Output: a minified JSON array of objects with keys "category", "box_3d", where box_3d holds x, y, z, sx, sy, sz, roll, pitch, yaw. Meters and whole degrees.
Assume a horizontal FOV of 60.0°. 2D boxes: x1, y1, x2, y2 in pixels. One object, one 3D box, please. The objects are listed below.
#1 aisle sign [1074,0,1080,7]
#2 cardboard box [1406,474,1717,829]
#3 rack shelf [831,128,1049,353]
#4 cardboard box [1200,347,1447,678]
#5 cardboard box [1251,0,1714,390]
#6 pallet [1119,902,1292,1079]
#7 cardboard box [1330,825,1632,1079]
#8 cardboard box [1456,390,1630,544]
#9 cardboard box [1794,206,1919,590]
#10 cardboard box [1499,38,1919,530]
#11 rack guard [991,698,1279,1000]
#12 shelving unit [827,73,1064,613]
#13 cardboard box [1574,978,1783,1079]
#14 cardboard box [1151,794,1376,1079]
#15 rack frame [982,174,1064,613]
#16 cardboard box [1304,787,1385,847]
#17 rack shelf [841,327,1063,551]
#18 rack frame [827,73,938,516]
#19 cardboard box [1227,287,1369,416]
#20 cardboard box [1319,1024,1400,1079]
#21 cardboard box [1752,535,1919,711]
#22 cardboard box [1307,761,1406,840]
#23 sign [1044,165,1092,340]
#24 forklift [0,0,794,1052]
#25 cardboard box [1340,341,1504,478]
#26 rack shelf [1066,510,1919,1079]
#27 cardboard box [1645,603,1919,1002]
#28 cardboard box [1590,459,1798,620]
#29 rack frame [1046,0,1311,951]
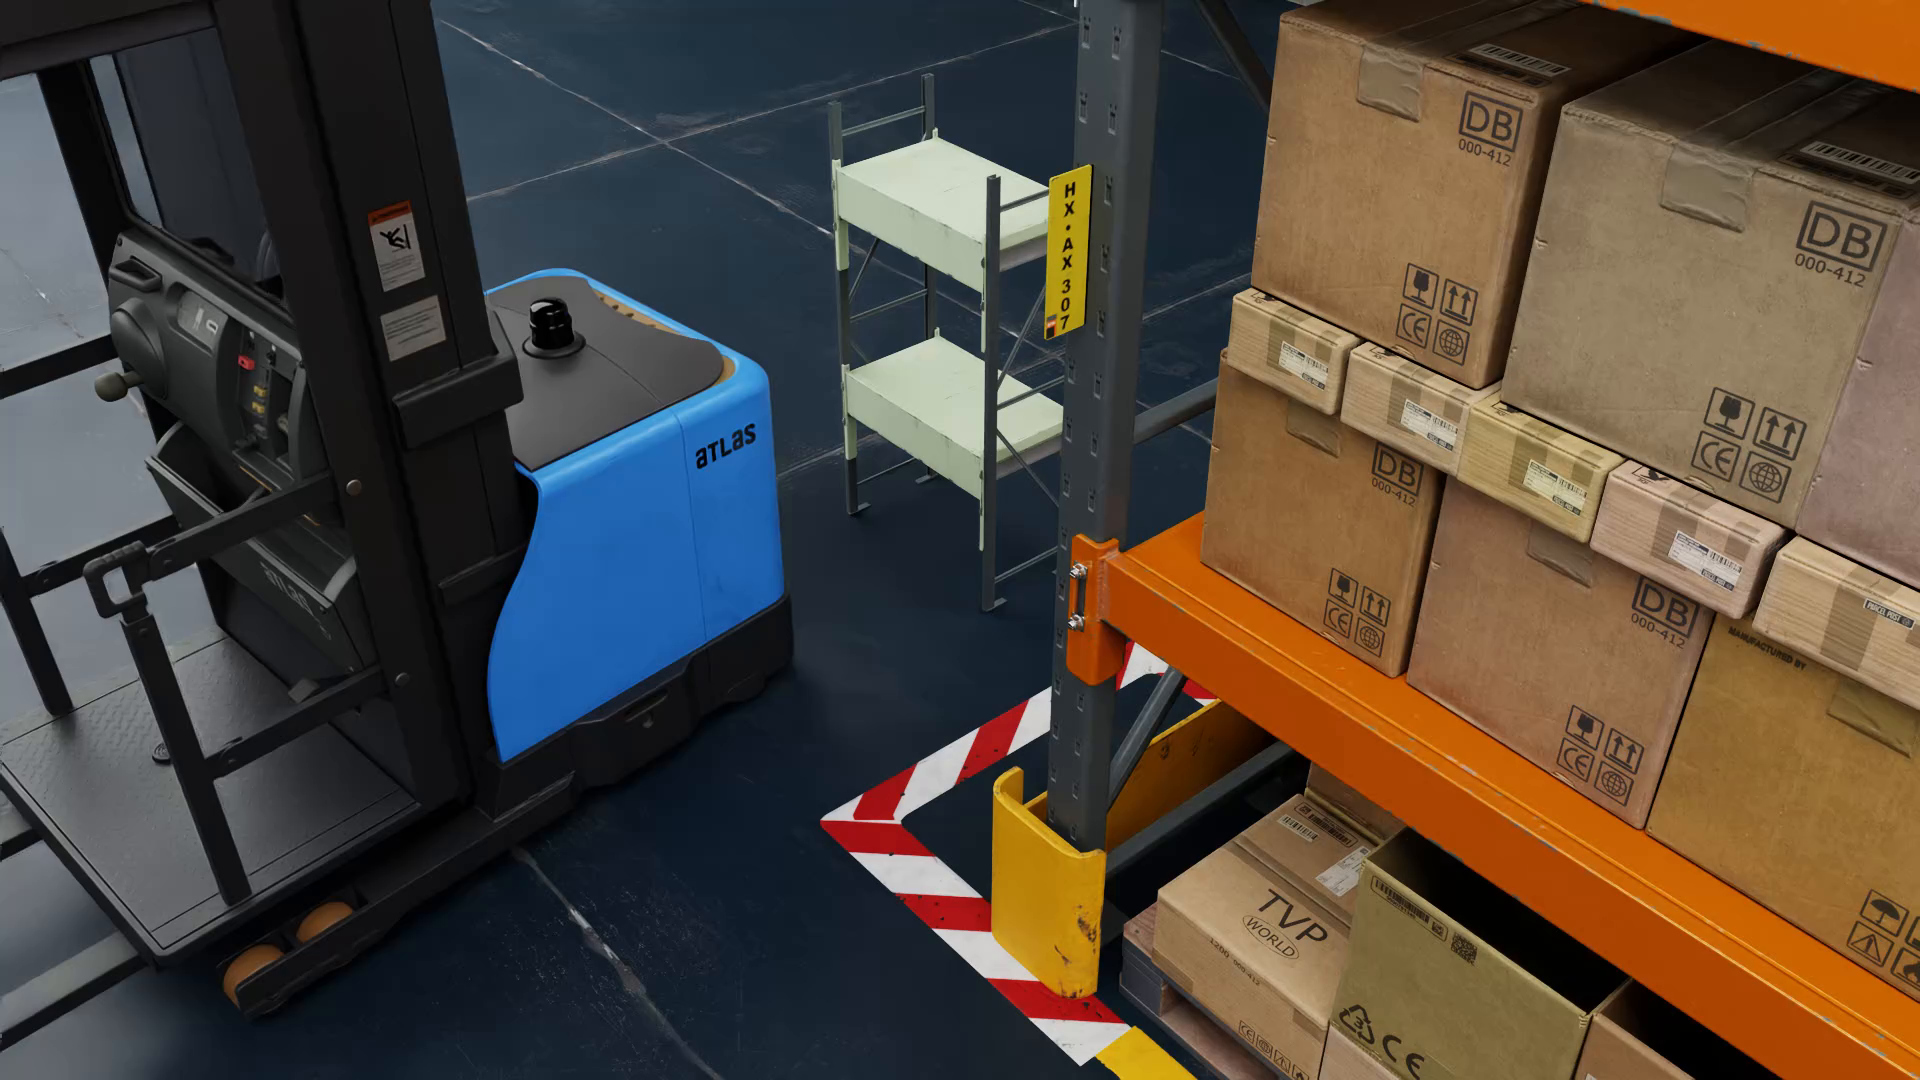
[{"category":"aisle sign","box_3d":[0.351,-1.324,2.775,0.394,0.787,0.004,-26,43,-32]},{"category":"cardboard box","box_3d":[1.261,0.051,2.996,0.700,0.500,0.500,-25,42,-31]},{"category":"rack shelf","box_3d":[-0.004,-0.933,5.095,0.431,0.370,0.720,-26,43,-32]},{"category":"cardboard box","box_3d":[0.919,-0.179,3.320,0.700,0.500,0.500,-26,43,-32]},{"category":"cardboard box","box_3d":[0.953,-0.685,2.912,0.700,0.500,0.500,-26,43,-32]},{"category":"pallet","box_3d":[1.153,1.111,3.998,1.003,0.211,1.213,-26,43,-32]},{"category":"cardboard box","box_3d":[1.127,0.836,3.342,0.500,0.500,0.500,-26,43,-32]},{"category":"cardboard box","box_3d":[1.048,-0.174,2.753,0.380,0.149,0.250,-26,43,-32]},{"category":"cardboard box","box_3d":[1.622,-0.232,2.274,0.700,0.500,0.500,-26,43,-32]},{"category":"cardboard box","box_3d":[1.296,-0.455,2.587,0.700,0.500,0.500,-27,43,-33]},{"category":"rack guard","box_3d":[0.612,0.661,4.384,1.175,0.500,0.348,-26,43,-32]},{"category":"shelving unit","box_3d":[-0.004,-0.615,5.321,0.431,1.500,0.755,-26,43,-32]},{"category":"cardboard box","box_3d":[1.460,1.052,3.037,0.500,0.500,0.500,-26,43,-32]},{"category":"cardboard box","box_3d":[0.803,0.922,3.869,0.500,0.250,0.500,-26,43,-32]},{"category":"rack frame","box_3d":[0.232,-0.453,5.093,0.400,1.500,0.023,-26,43,-32]},{"category":"cardboard box","box_3d":[1.199,0.729,4.142,0.500,0.250,0.500,-26,43,-32]},{"category":"rack shelf","box_3d":[-0.004,-0.349,5.509,0.431,0.370,0.720,-26,43,-32]},{"category":"rack frame","box_3d":[-0.241,-0.777,5.549,0.400,1.500,0.023,-26,43,-32]},{"category":"cardboard box","box_3d":[0.716,-0.401,3.073,0.380,0.149,0.250,-26,43,-32]},{"category":"cardboard box","box_3d":[1.129,1.141,3.559,0.500,0.250,0.500,-26,43,-32]},{"category":"cardboard box","box_3d":[1.383,0.054,2.430,0.380,0.149,0.250,-28,44,-33]},{"category":"cardboard box","box_3d":[1.201,0.422,3.926,0.500,0.500,0.500,-26,43,-32]},{"category":"sign","box_3d":[0.199,-0.530,3.085,0.100,0.325,0.005,-26,43,-32]},{"category":"forklift","box_3d":[-1.888,-0.365,3.729,1.130,2.935,3.031,29,44,34]},{"category":"cardboard box","box_3d":[0.888,-0.285,2.910,0.380,0.149,0.250,-27,43,-33]},{"category":"rack shelf","box_3d":[1.918,0.828,2.608,1.077,0.370,4.000,-26,43,-32]},{"category":"cardboard box","box_3d":[1.577,0.273,2.683,0.700,0.500,0.500,-26,43,-31]},{"category":"cardboard box","box_3d":[1.209,-0.062,2.595,0.380,0.149,0.250,-27,43,-32]},{"category":"rack frame","box_3d":[0.627,-0.349,3.647,1.000,3.000,0.127,-26,43,-32]}]
